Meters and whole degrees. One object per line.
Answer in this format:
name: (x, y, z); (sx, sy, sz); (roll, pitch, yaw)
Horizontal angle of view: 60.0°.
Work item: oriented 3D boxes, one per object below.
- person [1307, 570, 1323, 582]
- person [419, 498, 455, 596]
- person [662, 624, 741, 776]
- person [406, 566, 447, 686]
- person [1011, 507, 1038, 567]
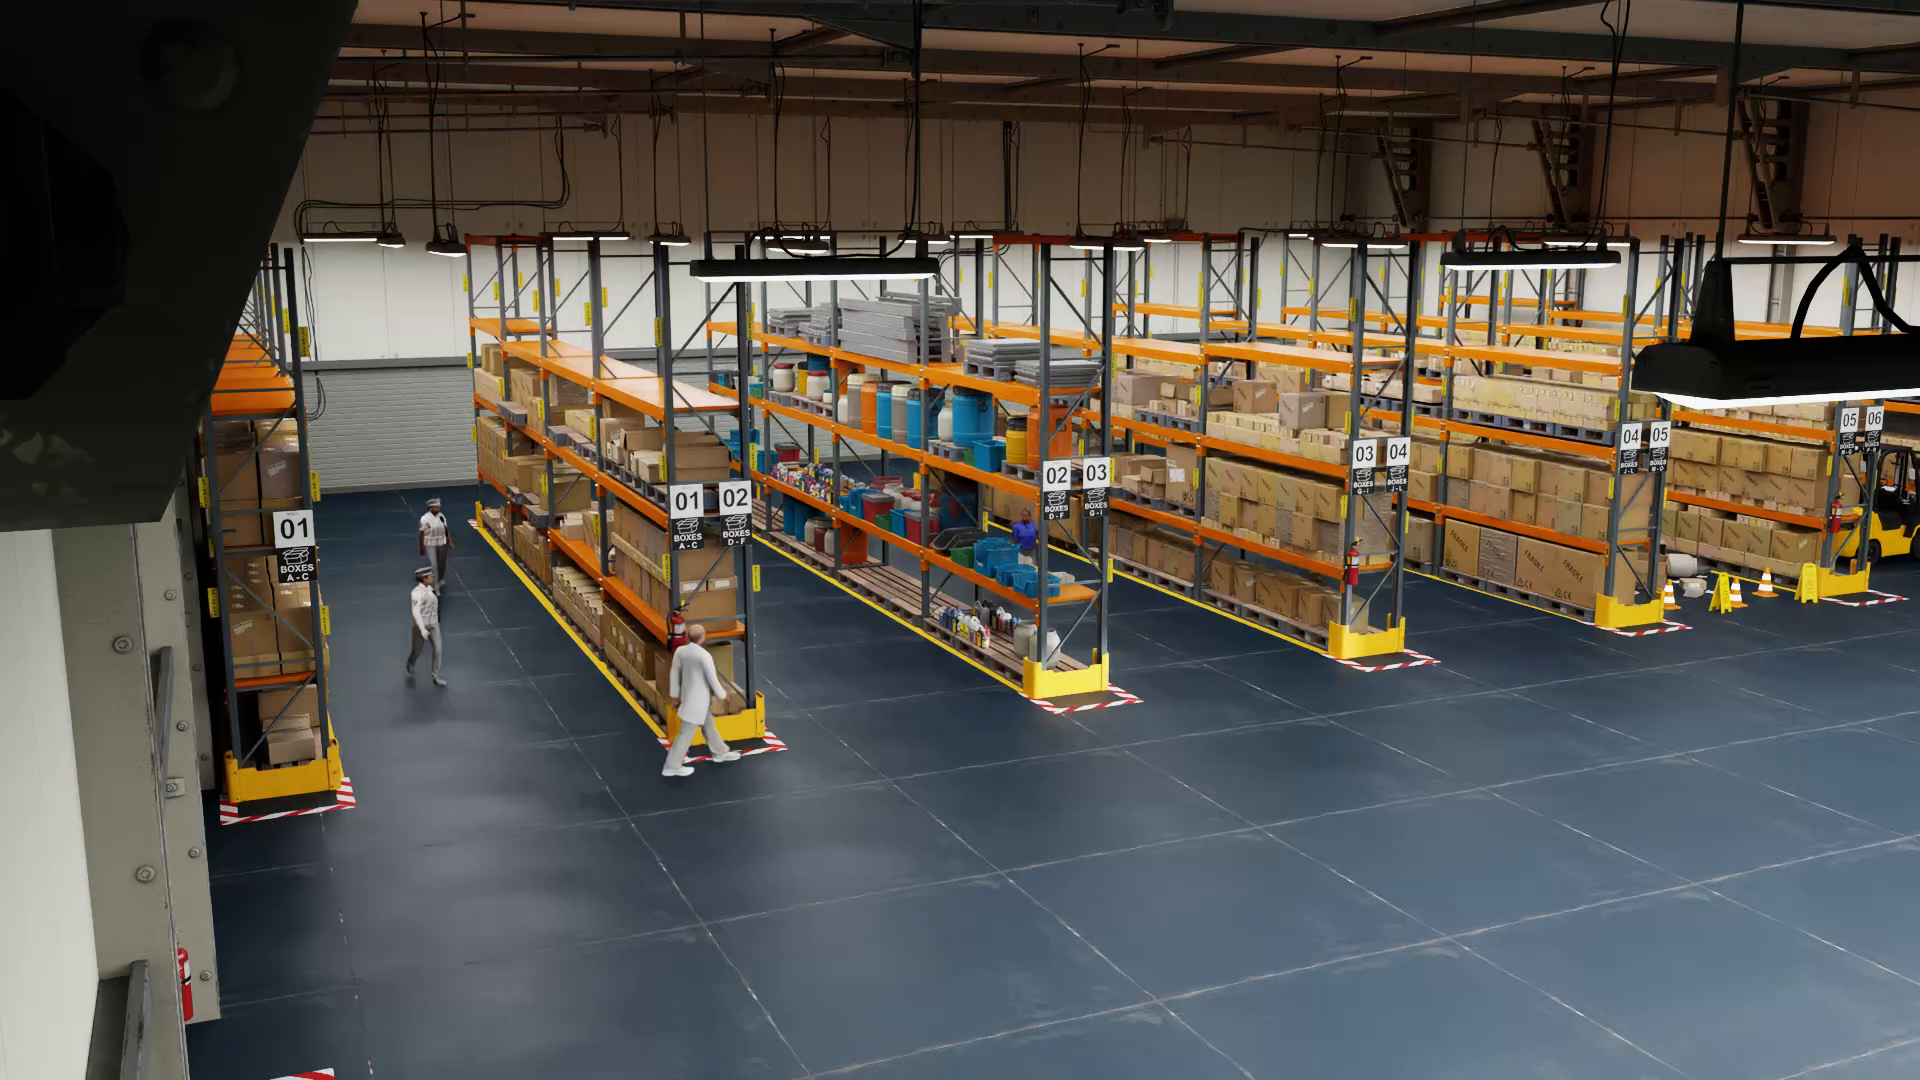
person: (6.280, -0.167, 29.350); (0.599, 1.756, 0.916); (5, 12, 23)
person: (-8.934, 0.082, 28.394); (0.565, 1.627, 0.964); (-5, 12, -25)
person: (-2.939, 1.809, 19.049); (1.064, 1.733, 0.565); (-7, 13, -32)
person: (-7.375, 1.154, 22.866); (0.435, 1.627, 0.928); (-8, 14, -37)
person: (1.047, 0.231, 27.564); (0.550, 1.605, 0.898); (-9, 14, -37)
